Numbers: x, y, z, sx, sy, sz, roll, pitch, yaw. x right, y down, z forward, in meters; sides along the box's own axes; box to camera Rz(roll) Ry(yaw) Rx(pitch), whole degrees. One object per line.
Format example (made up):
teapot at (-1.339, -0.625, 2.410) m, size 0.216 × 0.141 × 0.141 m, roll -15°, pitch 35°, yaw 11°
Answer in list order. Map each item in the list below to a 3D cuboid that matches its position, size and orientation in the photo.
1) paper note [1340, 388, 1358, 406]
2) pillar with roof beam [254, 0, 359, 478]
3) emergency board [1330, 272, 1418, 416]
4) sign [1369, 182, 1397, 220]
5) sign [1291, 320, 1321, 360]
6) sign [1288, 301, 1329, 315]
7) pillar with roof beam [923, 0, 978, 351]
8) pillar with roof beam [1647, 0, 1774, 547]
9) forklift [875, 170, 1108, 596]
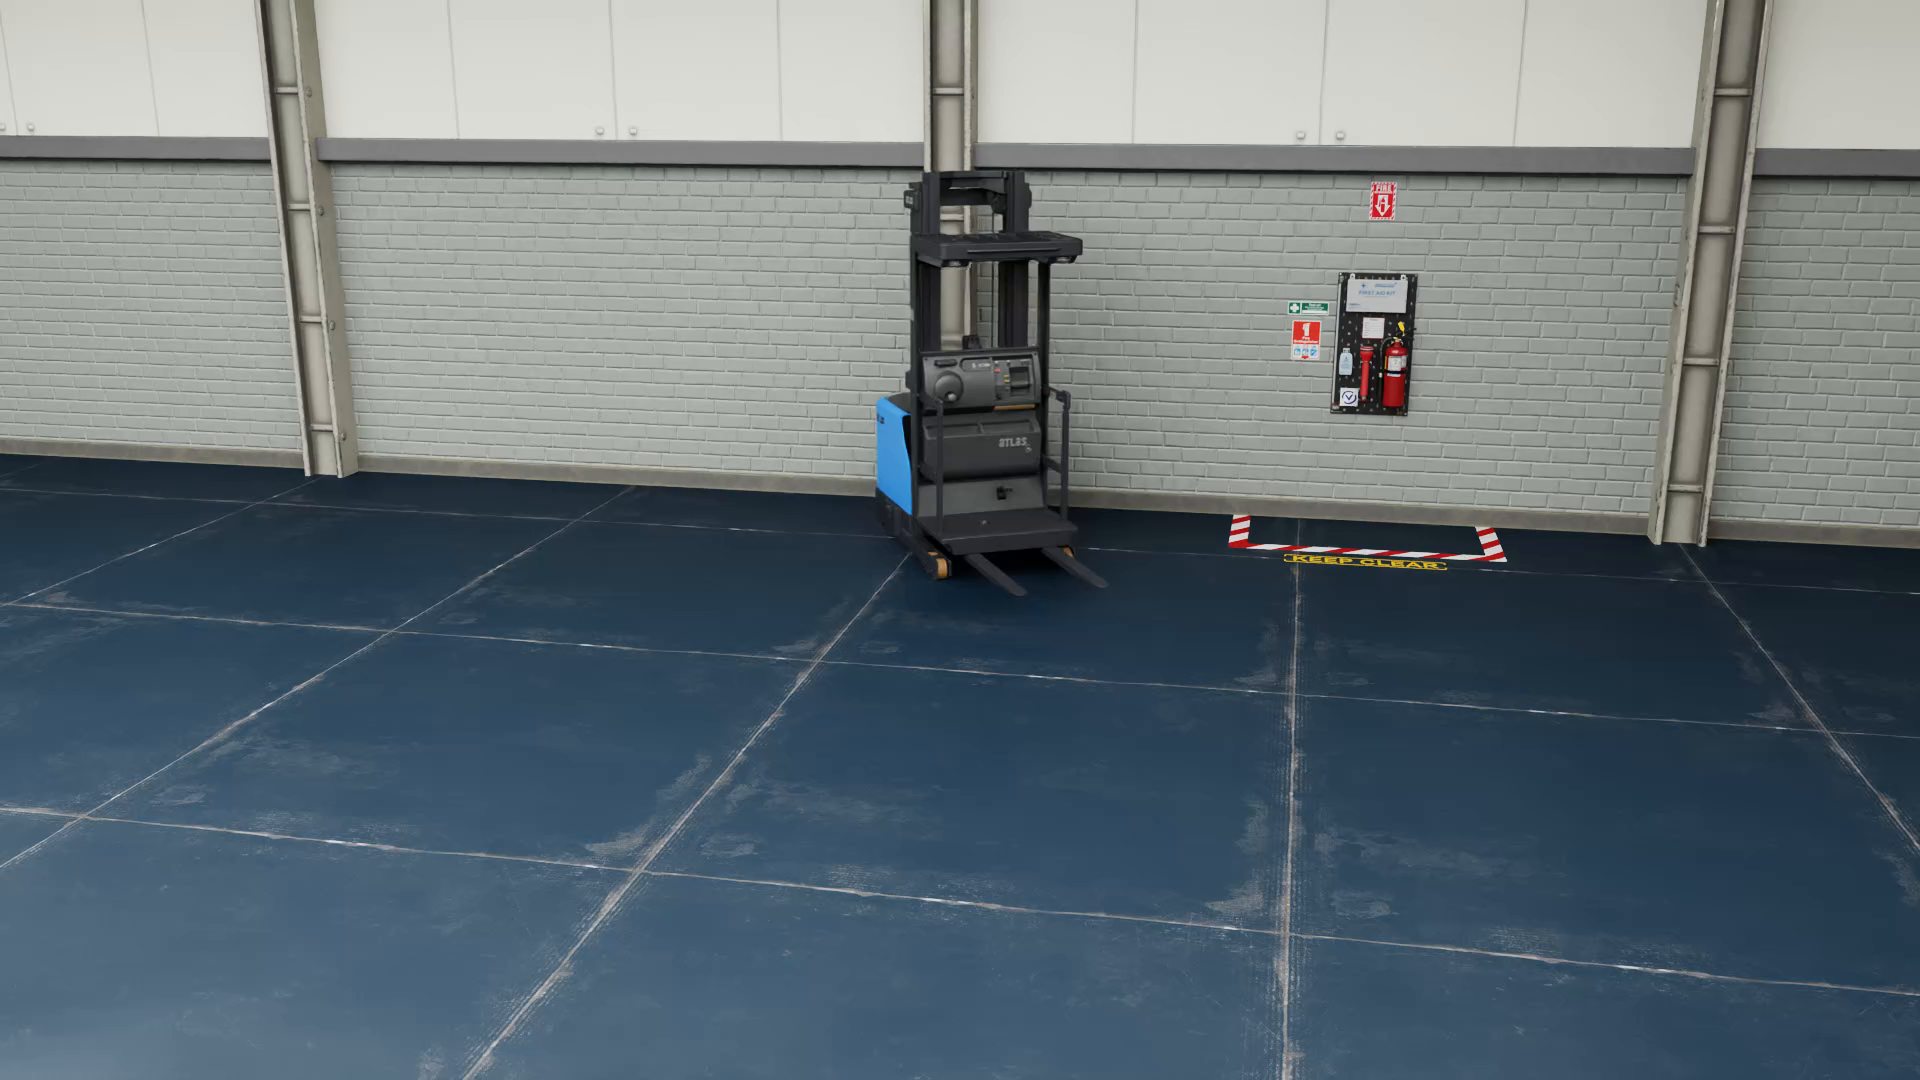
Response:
paper note at (3.231, -1.187, 13.808) m, size 0.142 × 0.148 × 0.016 m, roll 3°, pitch 16°, yaw 11°
pillar with roof beam at (-6.813, -3.846, 10.519) m, size 0.400 × 9.000 × 9.100 m, roll 3°, pitch 16°, yaw 11°
emergency board at (3.391, -1.584, 13.592) m, size 0.643 × 1.169 × 0.194 m, roll 3°, pitch 16°, yaw 11°
sign at (3.403, -2.728, 13.378) m, size 0.199 × 0.298 × 0.001 m, roll 3°, pitch 16°, yaw 11°
sign at (2.869, -1.658, 13.790) m, size 0.234 × 0.329 × 0.001 m, roll 3°, pitch 16°, yaw 11°
sign at (2.872, -1.910, 13.710) m, size 0.331 × 0.109 × 0.001 m, roll 3°, pitch 16°, yaw 11°
pillar with roof beam at (-0.933, -3.527, 9.367) m, size 0.400 × 9.000 × 9.100 m, roll 3°, pitch 16°, yaw 11°
pillar with roof beam at (4.947, -3.208, 8.214) m, size 0.400 × 9.000 × 9.100 m, roll 3°, pitch 16°, yaw 11°
forklift at (0.236, -1.233, 12.453) m, size 1.130 × 2.935 × 3.031 m, roll -5°, pitch 16°, yaw -18°
